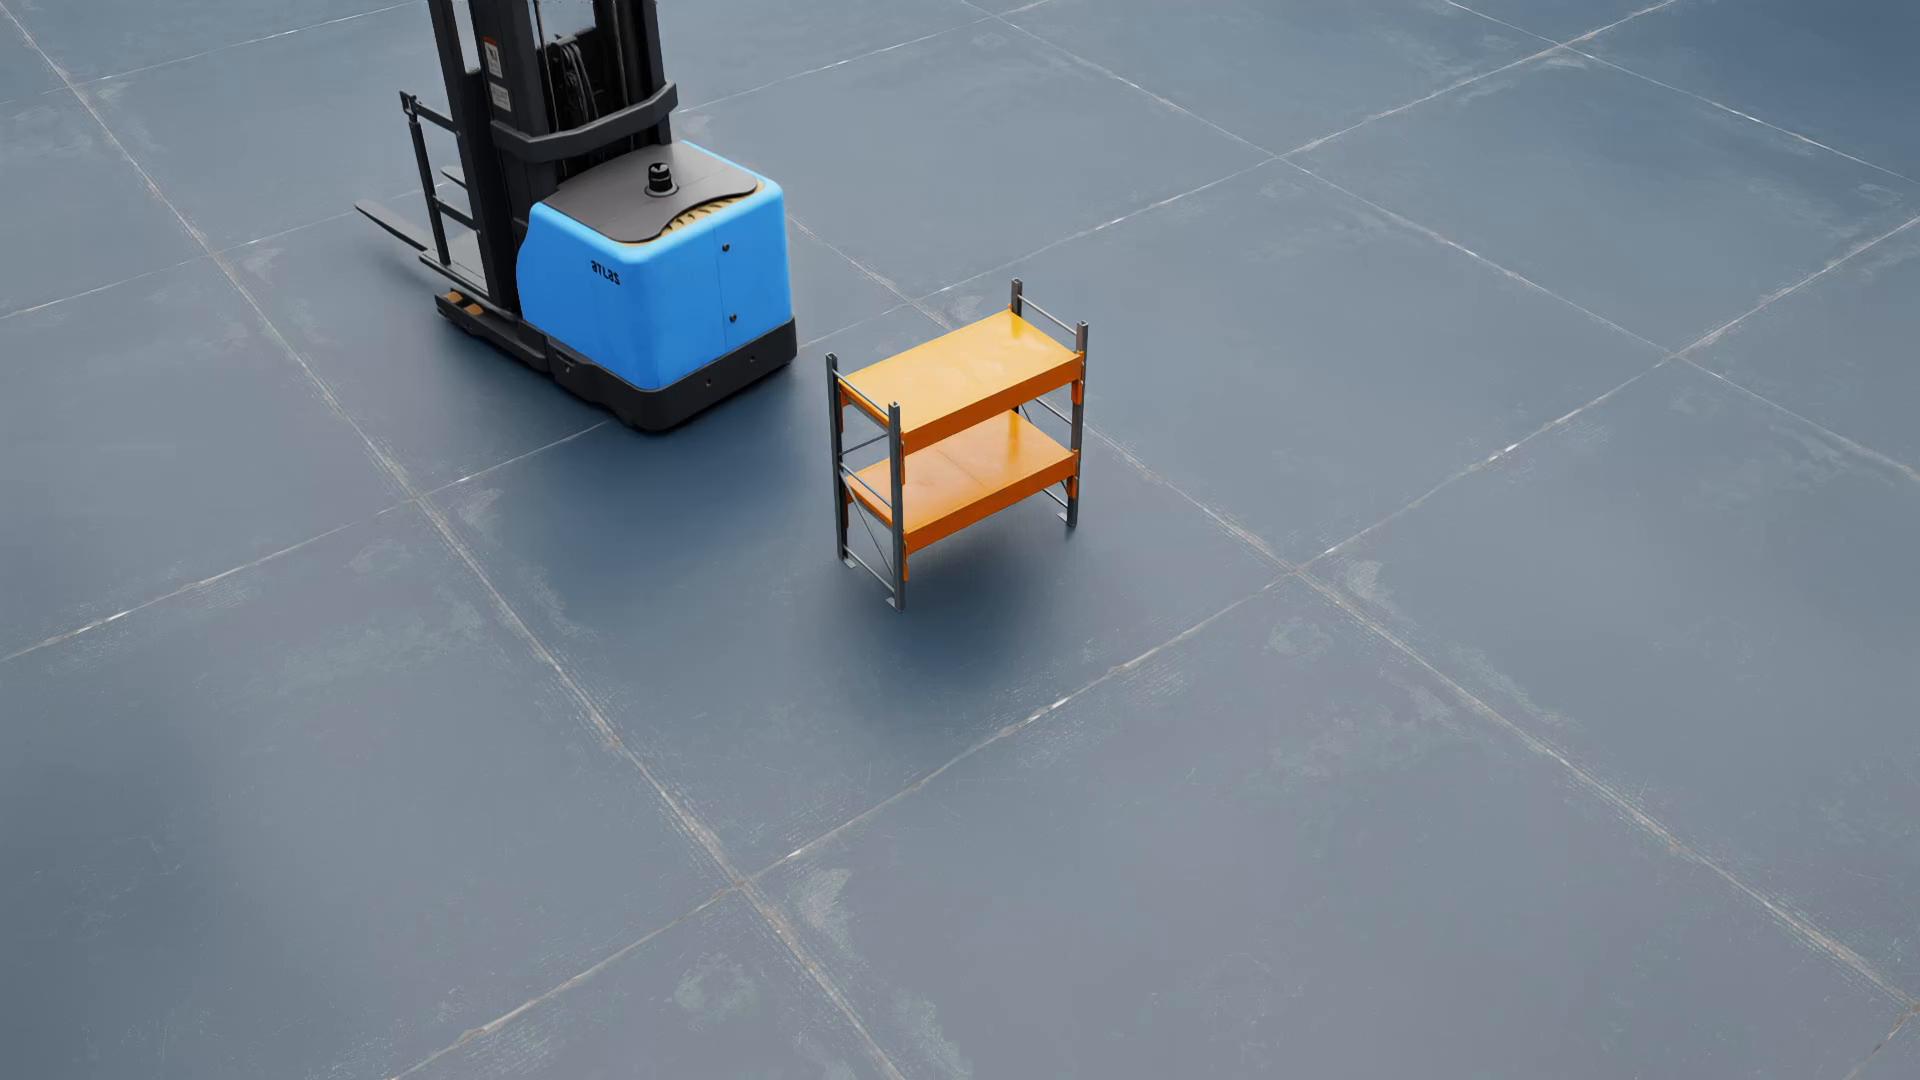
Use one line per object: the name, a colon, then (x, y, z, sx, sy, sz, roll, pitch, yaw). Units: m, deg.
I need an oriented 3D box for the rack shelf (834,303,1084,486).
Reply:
rack shelf: (-0.005, -0.659, 7.338, 1.000, 0.278, 0.538, -26, 46, -28)

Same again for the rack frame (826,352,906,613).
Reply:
rack frame: (-0.408, -0.236, 7.284, 0.032, 1.125, 0.500, -26, 46, -28)

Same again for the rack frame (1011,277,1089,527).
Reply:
rack frame: (0.398, -0.629, 7.763, 0.032, 1.125, 0.500, -26, 46, -28)

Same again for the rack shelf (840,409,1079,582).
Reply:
rack shelf: (-0.005, -0.243, 7.679, 1.000, 0.278, 0.538, -26, 46, -28)

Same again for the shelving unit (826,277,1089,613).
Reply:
shelving unit: (-0.005, -0.432, 7.524, 1.048, 1.125, 0.538, -26, 46, -28)

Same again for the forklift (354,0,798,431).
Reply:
forklift: (-2.308, -2.498, 8.618, 3.031, 2.935, 1.130, 30, 48, 31)
